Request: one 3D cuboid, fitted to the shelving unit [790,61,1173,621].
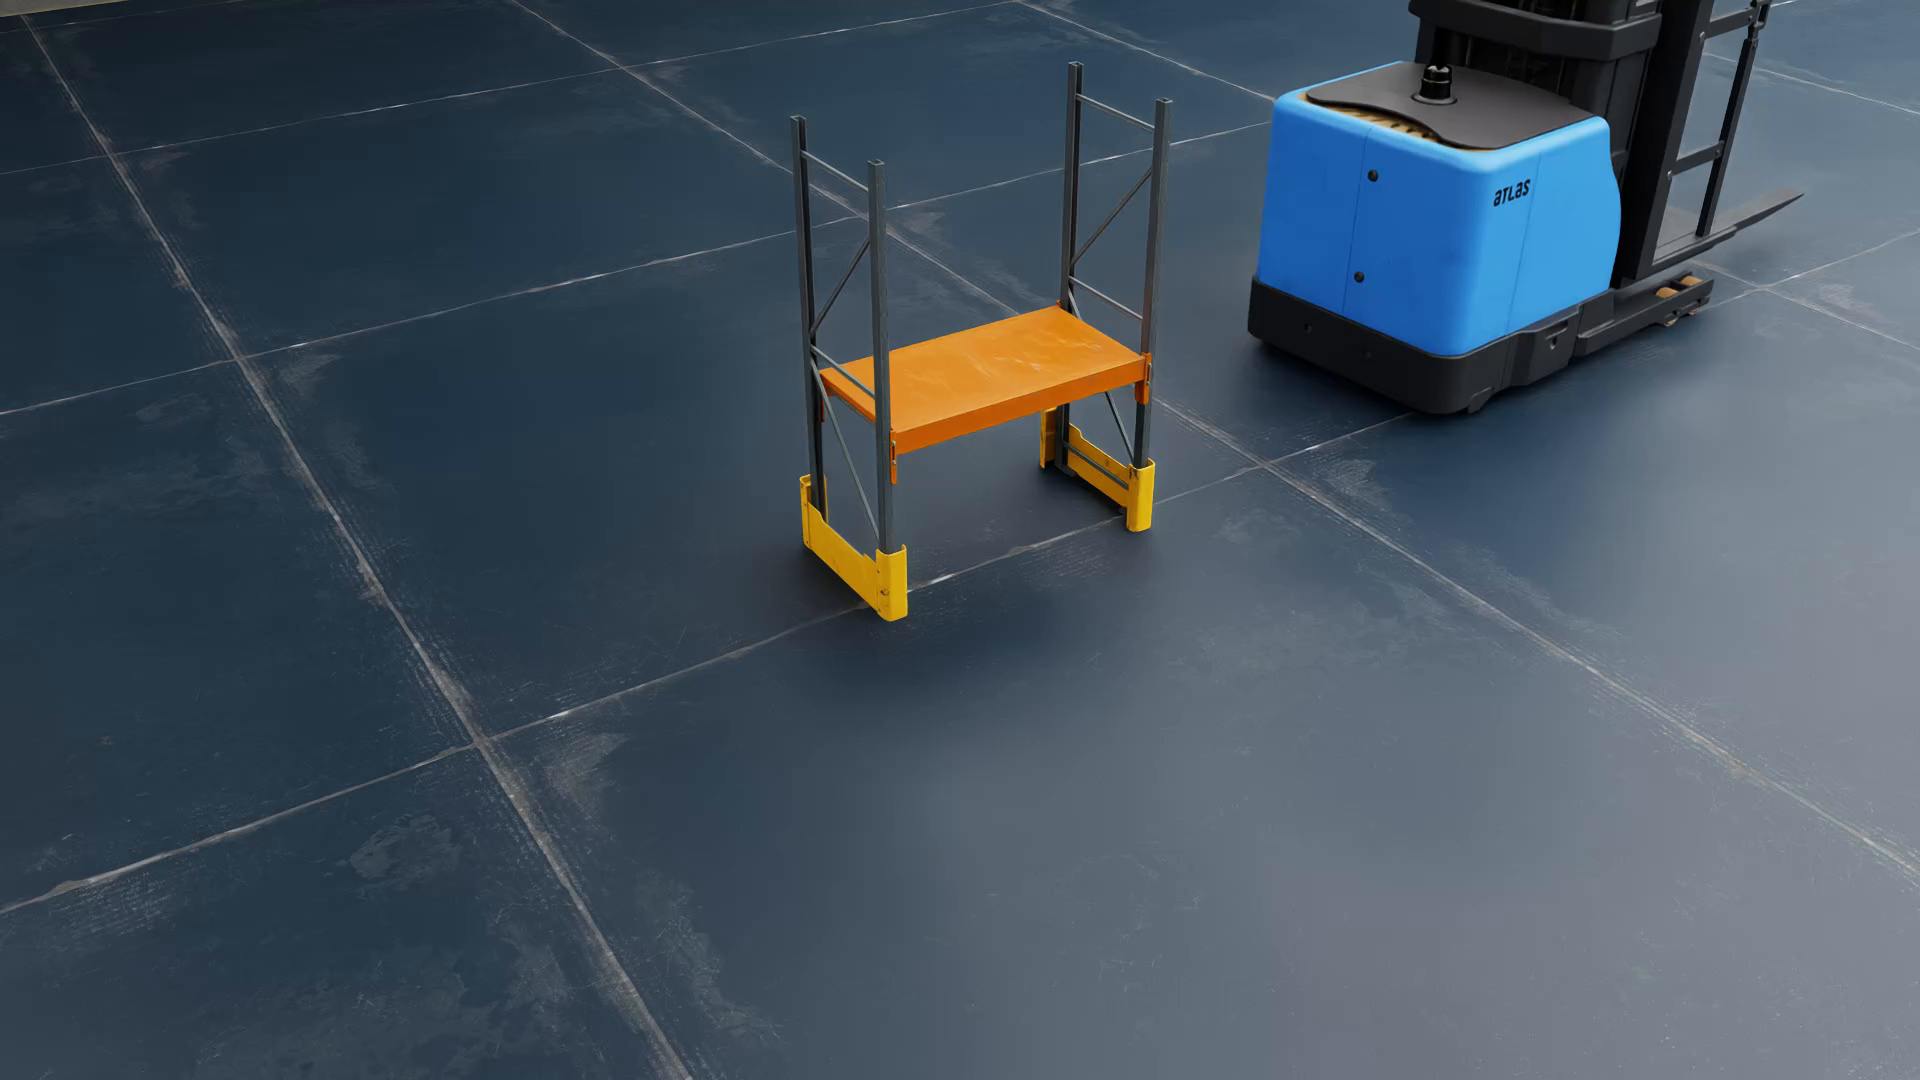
[{"bbox_3d":[0.064,-0.656,5.385,1.083,1.500,0.587,-19,37,-27],"label":"shelving unit"}]

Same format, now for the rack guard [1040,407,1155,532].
[{"bbox_3d":[0.483,-0.272,5.946,0.087,0.250,0.587,-19,37,-27],"label":"rack guard"}]

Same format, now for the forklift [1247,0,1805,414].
[{"bbox_3d":[2.677,-2.363,6.748,3.031,2.935,1.130,-23,39,-32],"label":"forklift"}]

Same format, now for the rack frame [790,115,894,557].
[{"bbox_3d":[-0.356,-0.512,5.156,0.032,1.500,0.500,-19,37,-27],"label":"rack frame"}]

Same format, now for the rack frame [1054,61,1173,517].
[{"bbox_3d":[0.499,-0.806,5.622,0.032,1.500,0.500,-19,37,-27],"label":"rack frame"}]

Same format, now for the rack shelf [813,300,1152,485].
[{"bbox_3d":[0.072,-0.507,5.485,1.000,0.185,0.538,-19,37,-27],"label":"rack shelf"}]

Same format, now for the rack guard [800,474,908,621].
[{"bbox_3d":[-0.355,0.016,5.490,0.087,0.250,0.587,-19,37,-27],"label":"rack guard"}]
